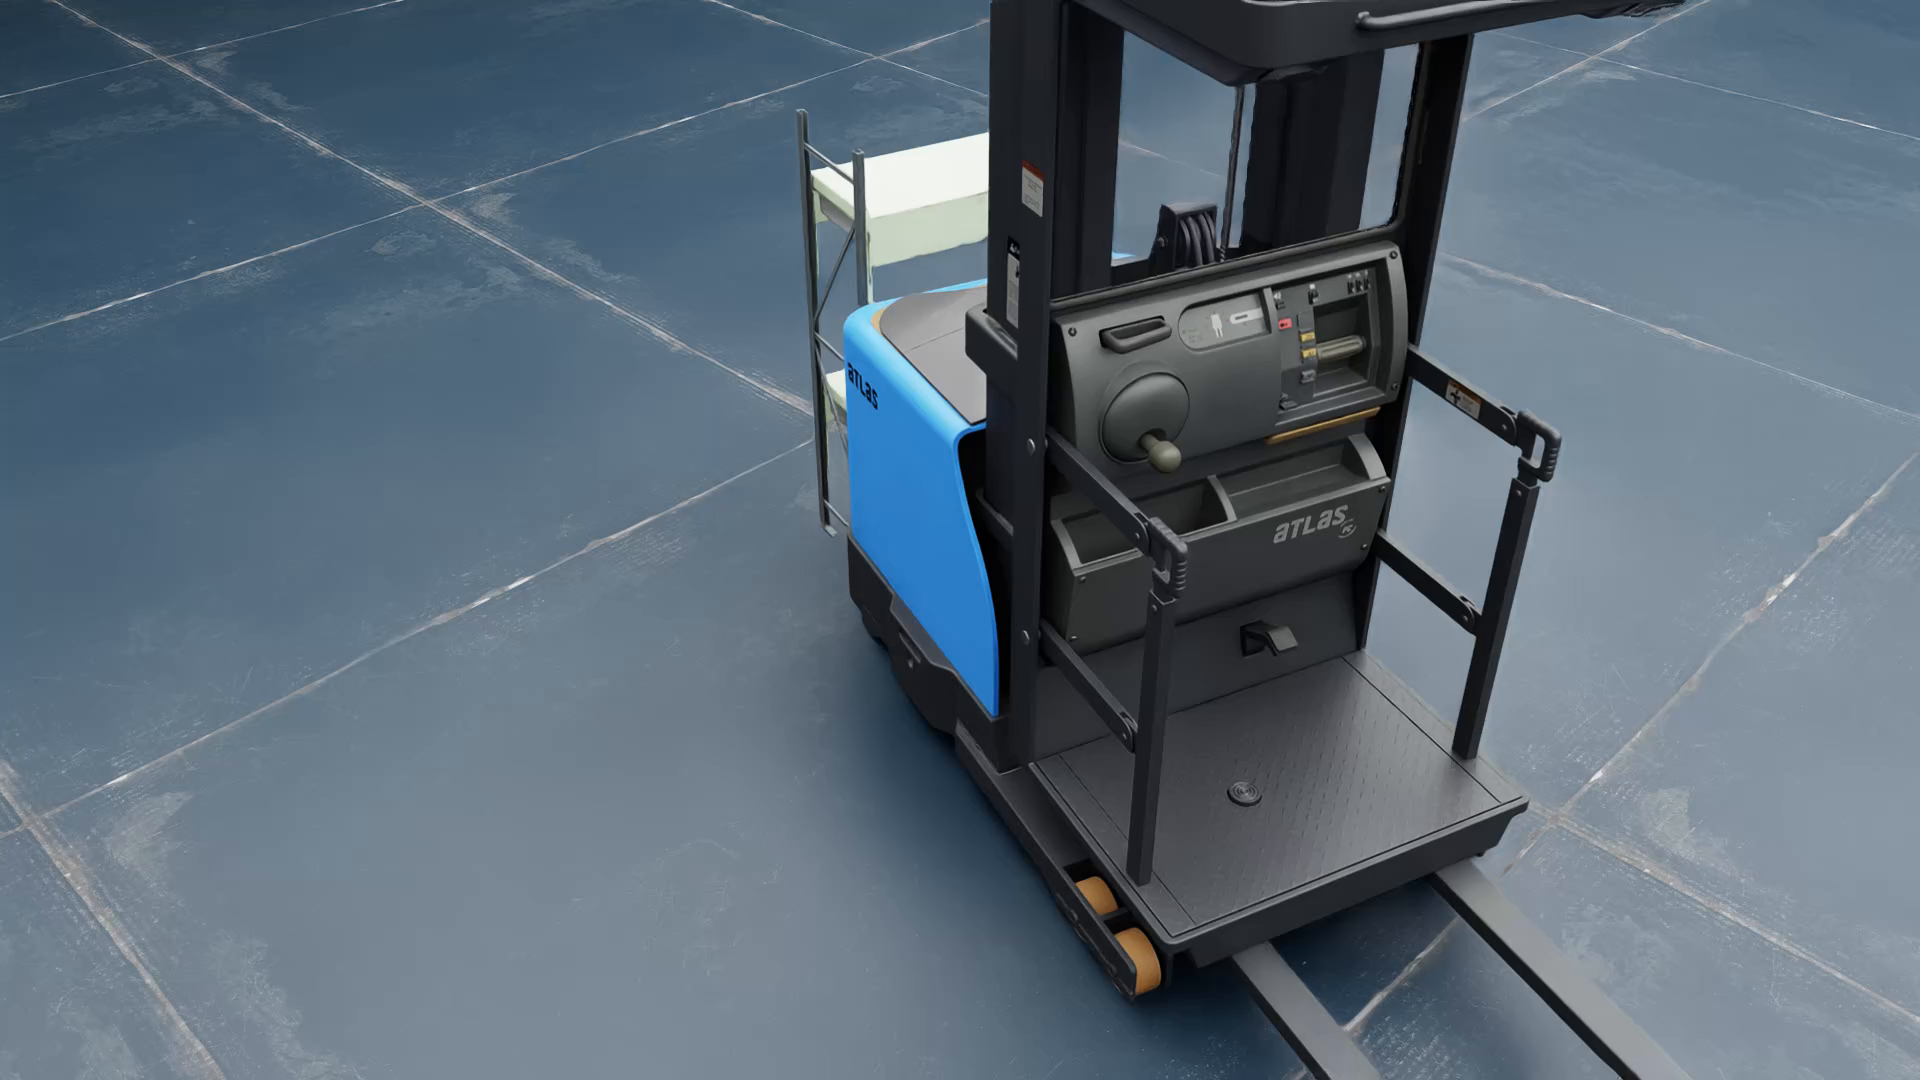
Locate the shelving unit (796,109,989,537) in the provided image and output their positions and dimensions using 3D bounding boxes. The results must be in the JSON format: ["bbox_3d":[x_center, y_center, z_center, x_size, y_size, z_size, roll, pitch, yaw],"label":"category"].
[{"bbox_3d":[-0.064,-0.679,5.413,0.755,1.500,0.431,-18,39,-24],"label":"shelving unit"}]

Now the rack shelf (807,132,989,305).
[{"bbox_3d":[-0.064,-0.999,5.190,0.720,0.370,0.431,-18,39,-24],"label":"rack shelf"}]

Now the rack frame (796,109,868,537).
[{"bbox_3d":[-0.380,-0.574,5.262,0.023,1.500,0.400,-18,39,-24],"label":"rack frame"}]

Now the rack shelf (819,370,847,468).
[{"bbox_3d":[-0.064,-0.412,5.599,0.720,0.370,0.431,-18,39,-24],"label":"rack shelf"}]

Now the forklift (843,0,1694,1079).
[{"bbox_3d":[0.749,-0.363,3.708,1.130,2.935,3.031,-16,38,-21],"label":"forklift"}]
